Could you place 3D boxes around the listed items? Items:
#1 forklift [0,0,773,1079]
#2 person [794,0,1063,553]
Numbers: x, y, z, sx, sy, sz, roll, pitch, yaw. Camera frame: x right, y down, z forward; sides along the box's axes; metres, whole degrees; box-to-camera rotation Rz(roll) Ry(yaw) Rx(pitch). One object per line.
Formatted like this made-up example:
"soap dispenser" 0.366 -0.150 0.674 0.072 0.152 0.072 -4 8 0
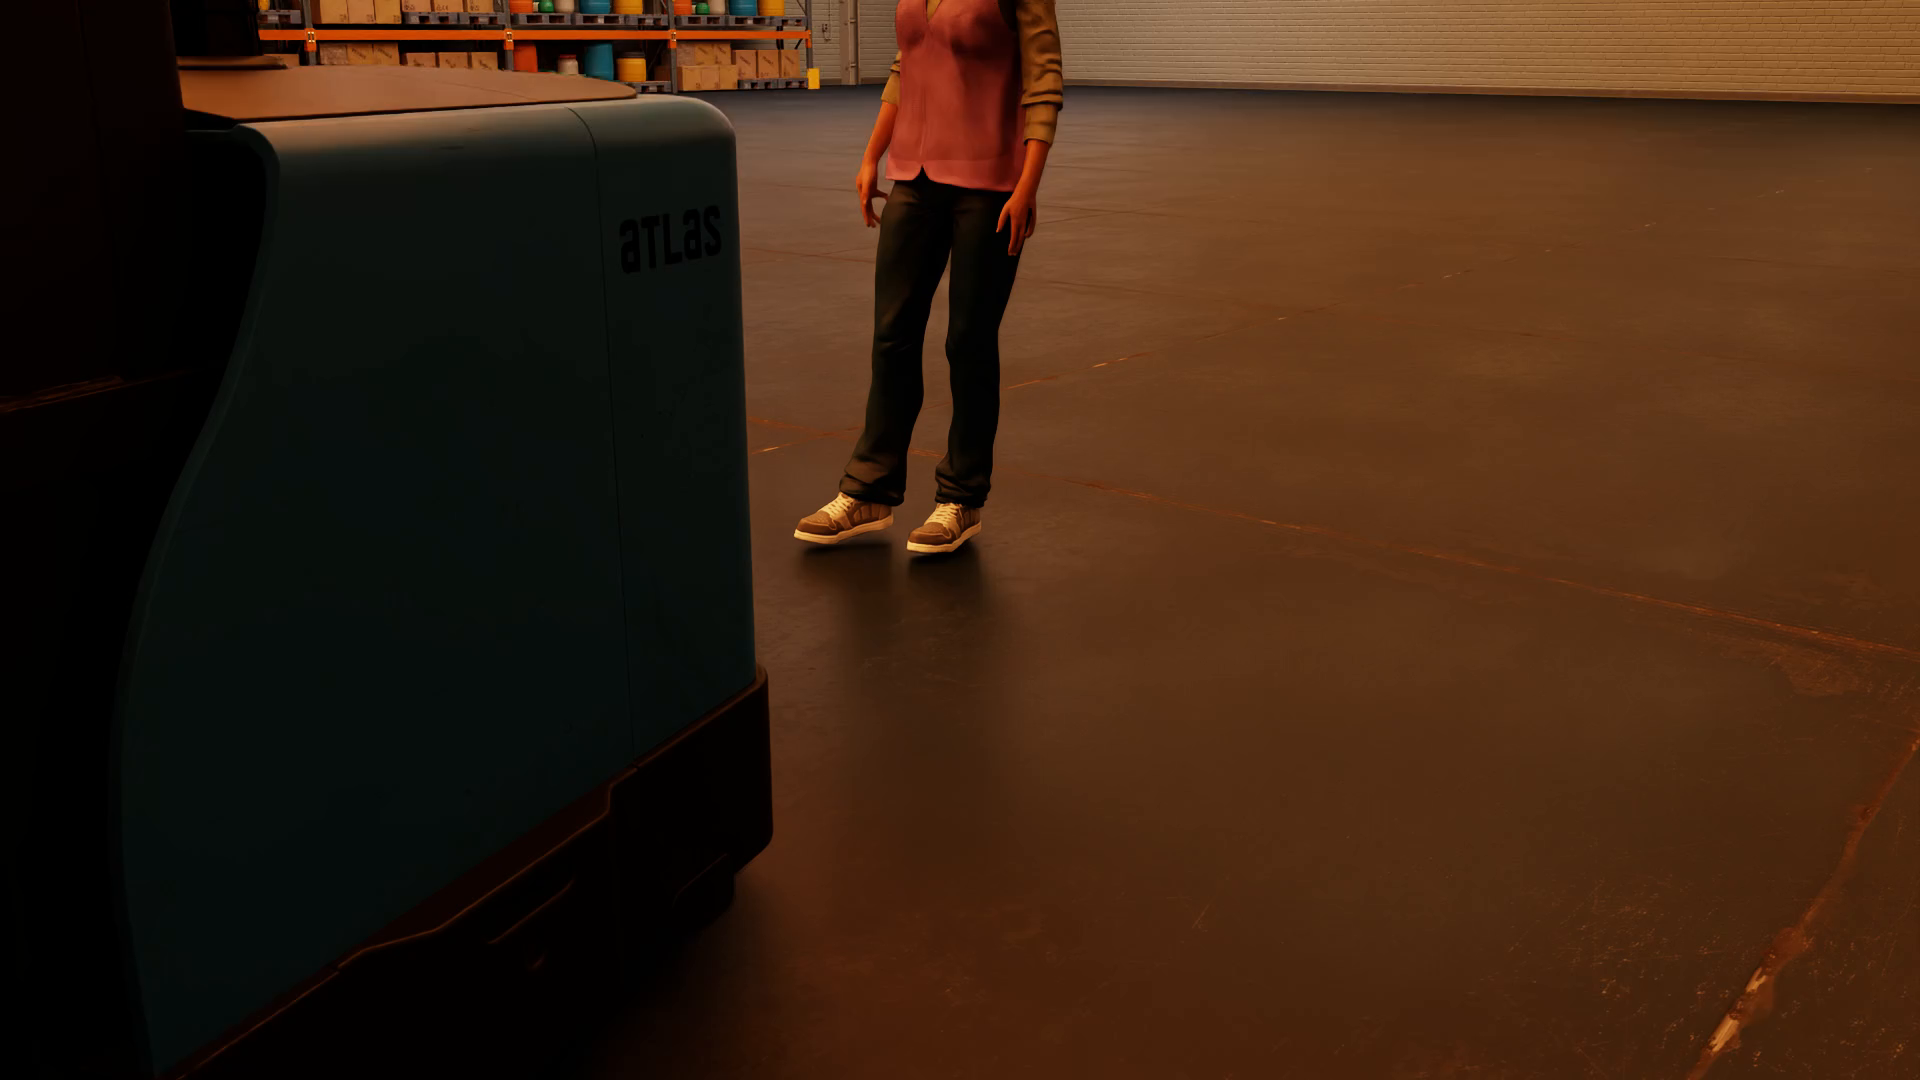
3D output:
"forklift" -1.324 -0.594 0.855 1.130 2.935 3.031 7 18 23
"person" -0.058 -0.756 3.661 0.521 1.599 0.473 13 21 37
